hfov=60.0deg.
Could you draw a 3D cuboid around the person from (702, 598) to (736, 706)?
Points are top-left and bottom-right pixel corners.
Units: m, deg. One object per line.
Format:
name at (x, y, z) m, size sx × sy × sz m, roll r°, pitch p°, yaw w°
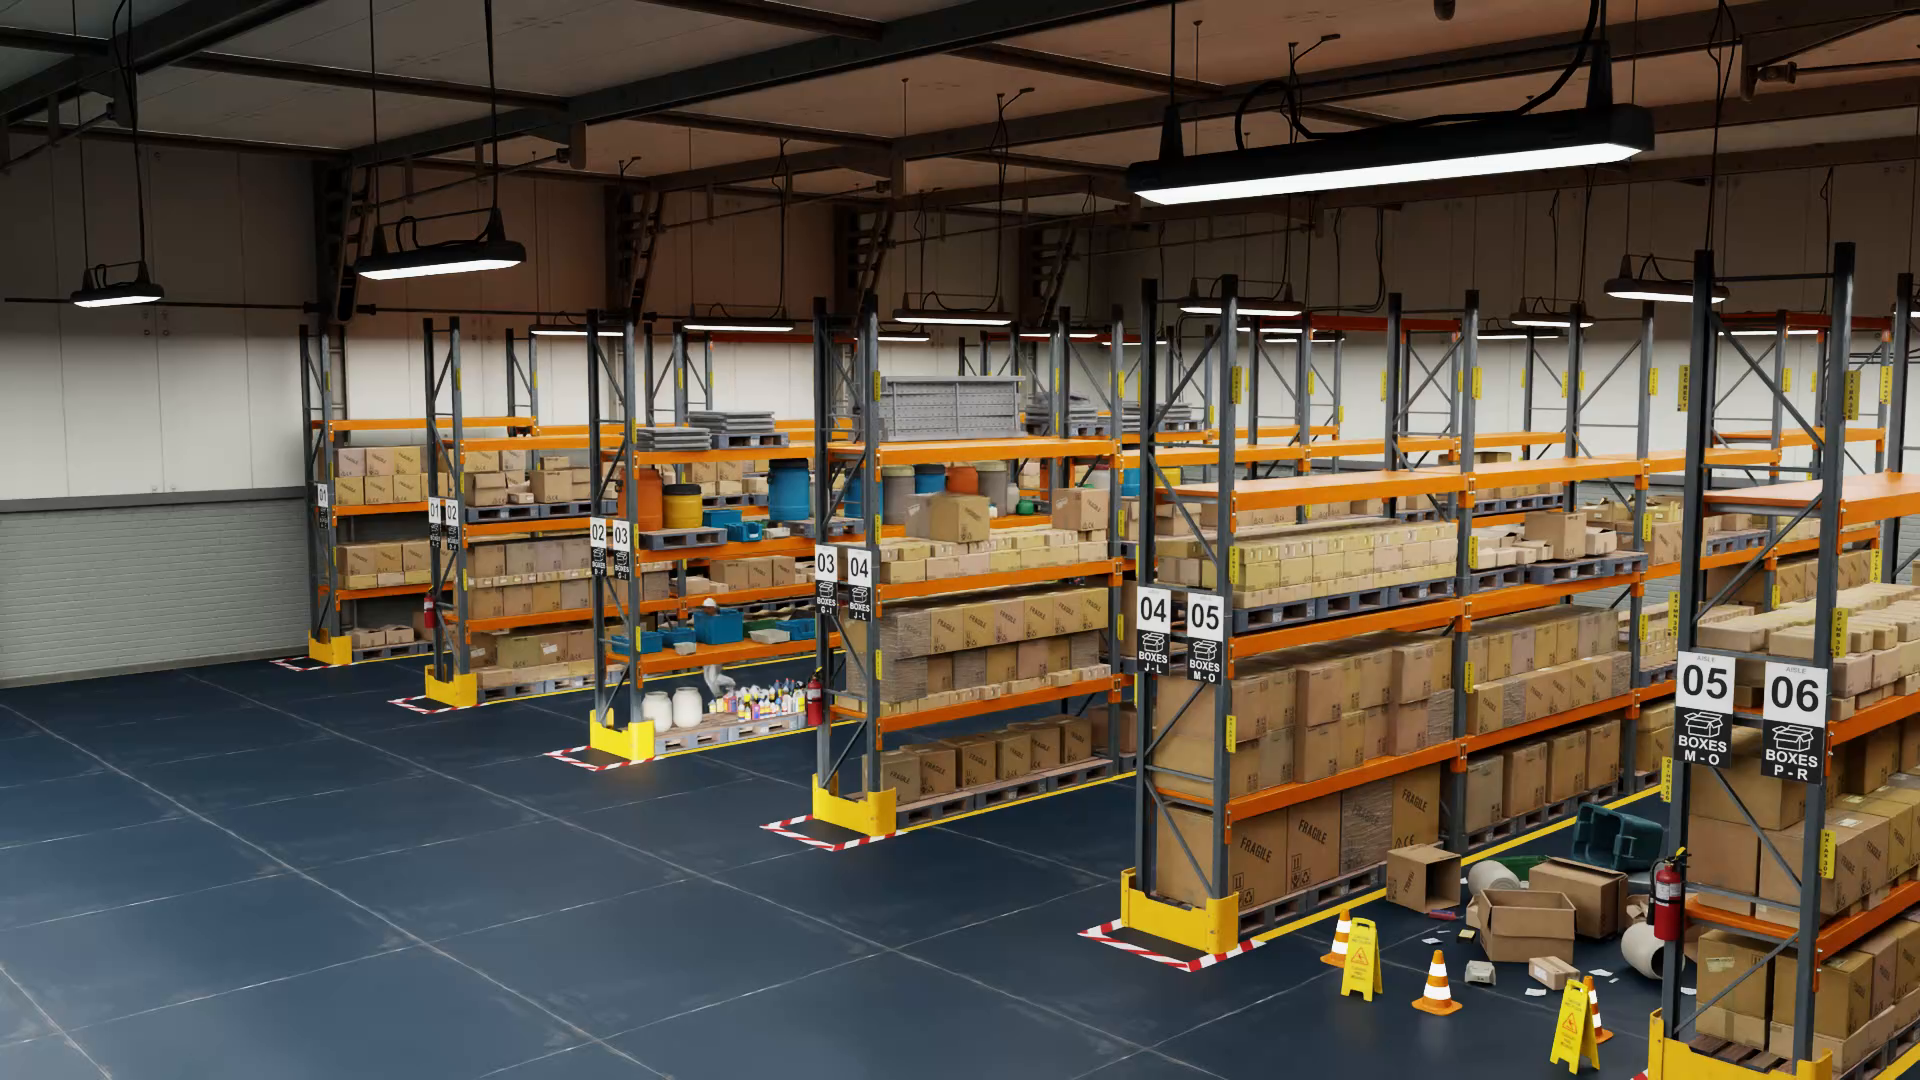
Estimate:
person at (-3.762, 1.727, 25.762) m, size 0.654 × 1.704 × 0.629 m, roll 5°, pitch 8°, yaw 40°
